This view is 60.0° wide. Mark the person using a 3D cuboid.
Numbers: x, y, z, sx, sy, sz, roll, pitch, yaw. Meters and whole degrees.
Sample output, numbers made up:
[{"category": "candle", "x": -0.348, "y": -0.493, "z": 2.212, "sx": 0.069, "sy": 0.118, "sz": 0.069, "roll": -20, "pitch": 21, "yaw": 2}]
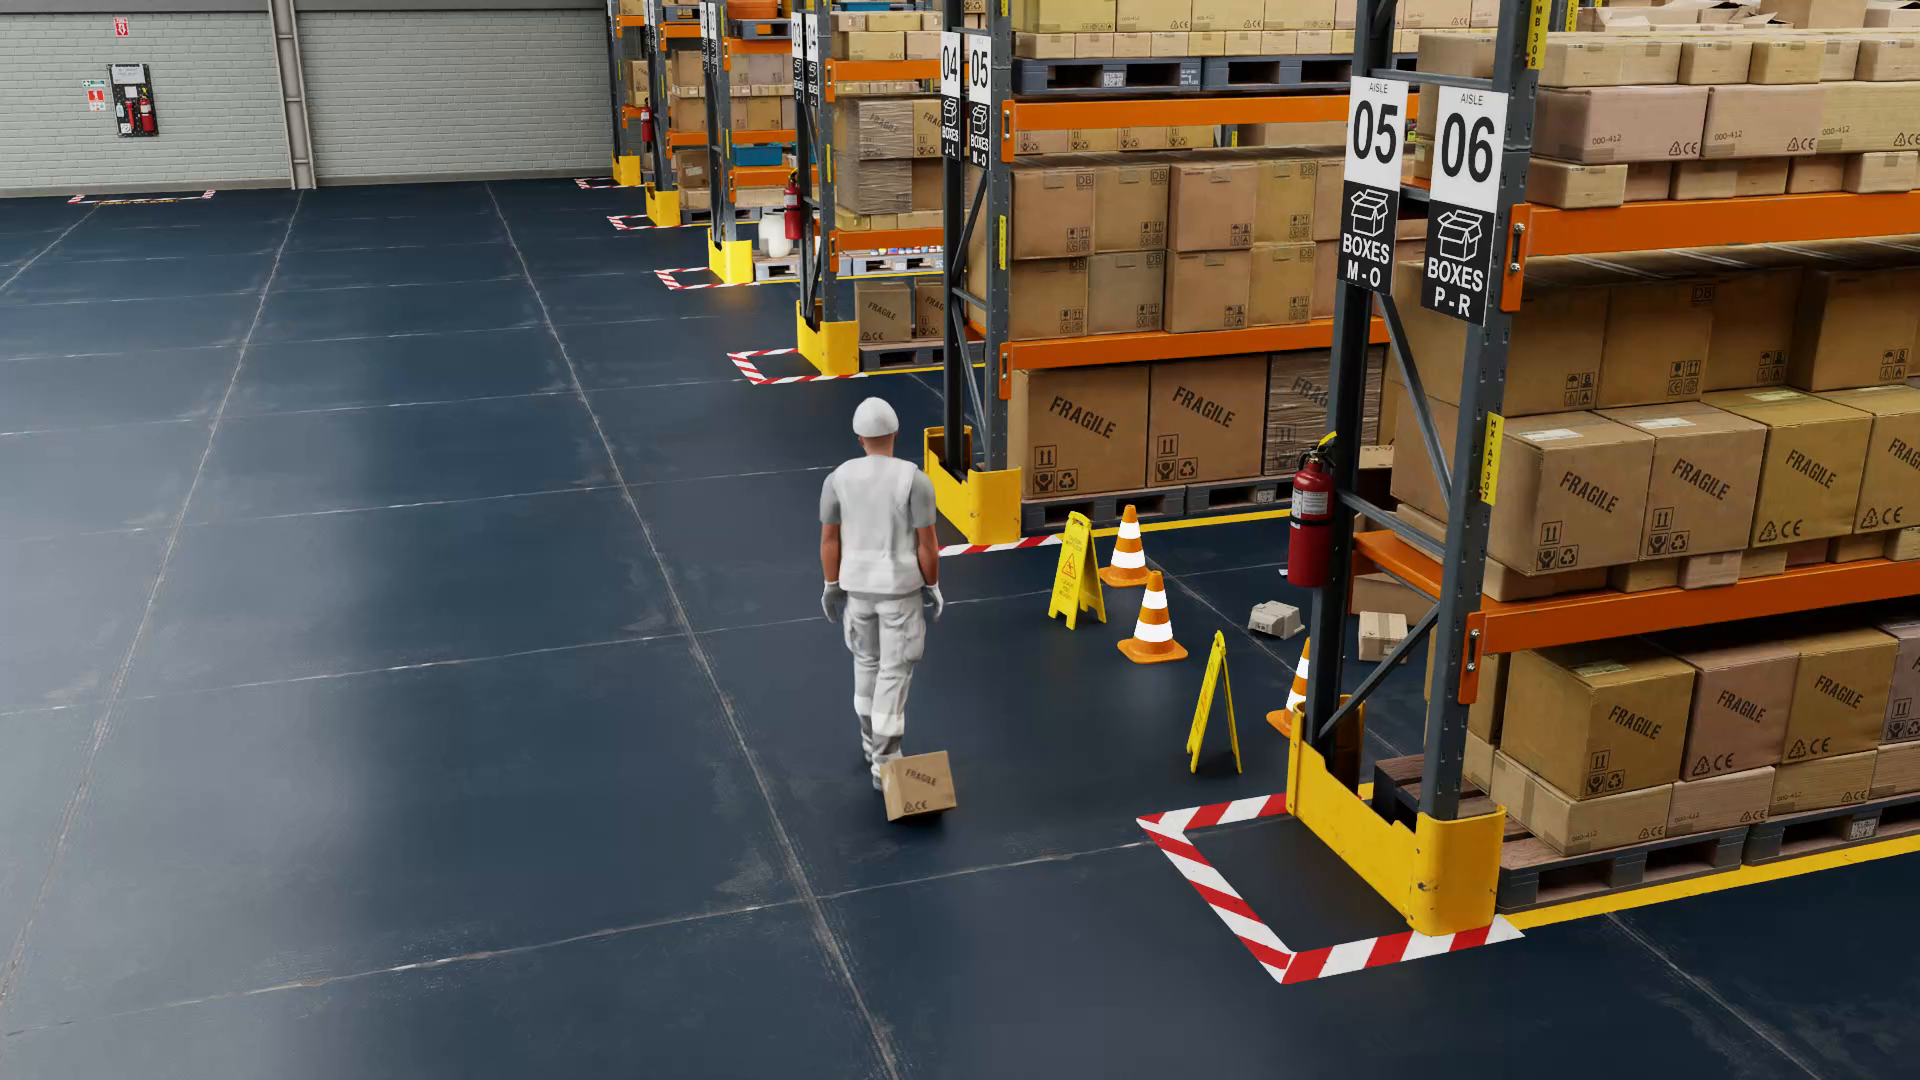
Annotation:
[{"category": "person", "x": -0.360, "y": 0.236, "z": 7.604, "sx": 0.561, "sy": 1.786, "sz": 0.573, "roll": 6, "pitch": 20, "yaw": 17}]
